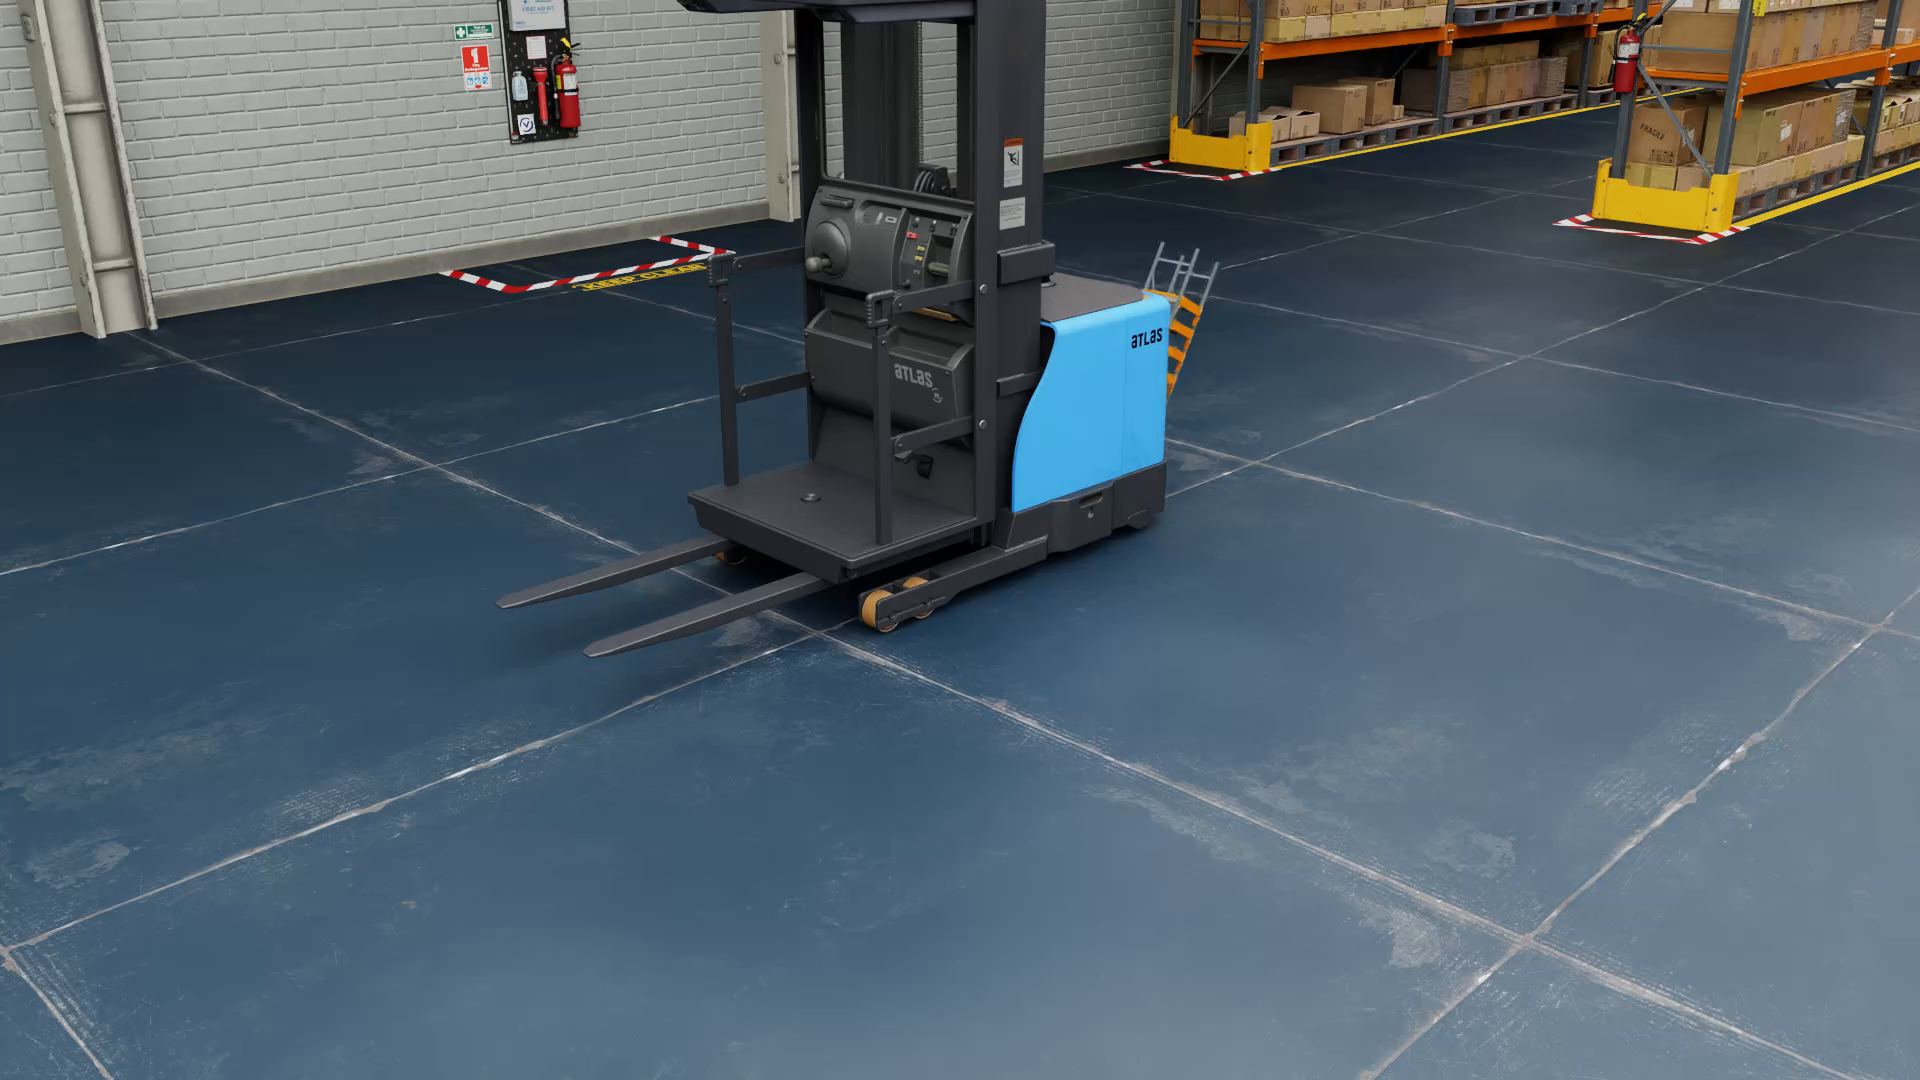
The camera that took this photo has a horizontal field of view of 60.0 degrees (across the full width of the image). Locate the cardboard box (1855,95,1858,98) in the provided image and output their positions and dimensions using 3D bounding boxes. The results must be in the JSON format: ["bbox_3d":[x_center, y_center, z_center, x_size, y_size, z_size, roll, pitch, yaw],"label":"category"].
[{"bbox_3d":[9.573,-4.793,18.329,0.500,0.311,0.500,-19,28,-41],"label":"cardboard box"}]

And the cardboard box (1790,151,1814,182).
[{"bbox_3d":[7.928,-3.659,16.161,0.500,0.250,0.500,19,28,41],"label":"cardboard box"}]

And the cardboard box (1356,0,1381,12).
[{"bbox_3d":[4.412,-6.246,18.781,0.500,0.500,0.500,-19,28,-40],"label":"cardboard box"}]

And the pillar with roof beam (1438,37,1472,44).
[{"bbox_3d":[9.934,-9.180,18.915,9.100,9.000,0.400,19,28,41],"label":"pillar with roof beam"}]

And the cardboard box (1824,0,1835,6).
[{"bbox_3d":[8.032,-5.138,15.719,0.250,0.149,0.380,-19,28,-40],"label":"cardboard box"}]

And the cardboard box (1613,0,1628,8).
[{"bbox_3d":[9.200,-7.603,23.497,0.250,0.149,0.380,-19,28,-40],"label":"cardboard box"}]

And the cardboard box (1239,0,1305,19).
[{"bbox_3d":[3.344,-5.855,17.762,0.500,0.500,0.500,19,28,41],"label":"cardboard box"}]

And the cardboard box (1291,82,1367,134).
[{"bbox_3d":[4.288,-5.035,19.363,0.700,0.500,0.500,17,27,37],"label":"cardboard box"}]

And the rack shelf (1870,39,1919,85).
[{"bbox_3d":[10.533,-5.486,18.669,1.077,0.370,4.000,19,28,41],"label":"rack shelf"}]

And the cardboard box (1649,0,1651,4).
[{"bbox_3d":[9.834,-7.890,24.244,0.380,0.149,0.250,19,28,41],"label":"cardboard box"}]

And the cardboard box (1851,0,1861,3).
[{"bbox_3d":[8.564,-5.335,16.229,0.380,0.149,0.250,19,28,41],"label":"cardboard box"}]

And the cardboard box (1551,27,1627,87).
[{"bbox_3d":[8.983,-6.923,23.817,0.750,0.750,0.750,19,28,40],"label":"cardboard box"}]

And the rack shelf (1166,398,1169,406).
[{"bbox_3d":[0.869,-0.700,8.198,0.258,0.103,0.180,21,1,43],"label":"rack shelf"}]

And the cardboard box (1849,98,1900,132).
[{"bbox_3d":[9.605,-4.526,17.634,0.500,0.311,0.500,19,28,41],"label":"cardboard box"}]

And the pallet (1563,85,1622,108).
[{"bbox_3d":[8.980,-6.457,24.079,1.003,0.211,1.213,19,28,41],"label":"pallet"}]

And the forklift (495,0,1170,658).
[{"bbox_3d":[-0.453,-1.211,6.639,3.031,2.935,1.130,-19,28,-41],"label":"forklift"}]

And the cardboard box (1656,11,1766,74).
[{"bbox_3d":[6.682,-4.443,14.813,0.700,0.500,0.500,19,28,41],"label":"cardboard box"}]

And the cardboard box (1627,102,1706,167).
[{"bbox_3d":[6.508,-3.754,15.363,0.500,0.500,0.500,19,28,41],"label":"cardboard box"}]

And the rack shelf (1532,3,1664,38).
[{"bbox_3d":[9.772,-7.753,24.567,1.077,0.370,4.000,19,28,41],"label":"rack shelf"}]

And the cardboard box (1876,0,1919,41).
[{"bbox_3d":[10.053,-5.683,18.039,0.500,0.500,0.500,-18,27,-38],"label":"cardboard box"}]

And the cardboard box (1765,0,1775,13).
[{"bbox_3d":[6.958,-4.744,14.693,0.380,0.149,0.250,18,28,39],"label":"cardboard box"}]

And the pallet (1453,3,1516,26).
[{"bbox_3d":[6.223,-6.617,20.876,1.003,0.211,1.213,19,28,41],"label":"pallet"}]

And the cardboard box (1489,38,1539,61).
[{"bbox_3d":[7.469,-6.634,22.479,0.500,0.250,0.500,-20,28,-41],"label":"cardboard box"}]

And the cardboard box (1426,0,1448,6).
[{"bbox_3d":[5.478,-6.637,19.796,0.500,0.500,0.500,19,28,41],"label":"cardboard box"}]

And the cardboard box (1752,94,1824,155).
[{"bbox_3d":[7.929,-4.009,16.026,0.500,0.500,0.500,19,28,41],"label":"cardboard box"}]

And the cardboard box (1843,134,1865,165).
[{"bbox_3d":[8.971,-4.046,17.168,0.500,0.250,0.500,19,28,41],"label":"cardboard box"}]

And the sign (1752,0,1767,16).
[{"bbox_3d":[6.741,-4.580,13.992,0.100,0.325,0.005,19,28,41],"label":"sign"}]

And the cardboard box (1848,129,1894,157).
[{"bbox_3d":[9.597,-4.262,17.728,0.500,0.250,0.500,18,28,39],"label":"cardboard box"}]

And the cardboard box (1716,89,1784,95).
[{"bbox_3d":[7.893,-4.272,16.710,0.500,0.500,0.500,19,28,41],"label":"cardboard box"}]

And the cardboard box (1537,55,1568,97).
[{"bbox_3d":[7.912,-6.415,22.954,0.500,0.500,0.700,-20,29,-41],"label":"cardboard box"}]

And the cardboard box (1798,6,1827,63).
[{"bbox_3d":[7.760,-4.841,15.850,0.500,0.500,0.700,-19,28,-40],"label":"cardboard box"}]

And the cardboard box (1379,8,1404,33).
[{"bbox_3d":[4.779,-6.029,19.260,0.500,0.250,0.500,19,28,40],"label":"cardboard box"}]

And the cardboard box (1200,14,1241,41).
[{"bbox_3d":[2.983,-5.626,18.212,0.500,0.250,0.500,-20,28,-41],"label":"cardboard box"}]

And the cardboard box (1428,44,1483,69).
[{"bbox_3d":[6.392,-6.242,21.460,0.500,0.250,0.500,19,28,40],"label":"cardboard box"}]

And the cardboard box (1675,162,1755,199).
[{"bbox_3d":[6.881,-3.274,15.159,0.500,0.250,0.500,19,28,41],"label":"cardboard box"}]

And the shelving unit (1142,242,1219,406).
[{"bbox_3d":[0.926,-0.854,8.196,0.258,1.200,0.189,21,1,43],"label":"shelving unit"}]

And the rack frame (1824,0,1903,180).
[{"bbox_3d":[9.138,-5.307,17.202,1.000,3.000,0.127,19,28,41],"label":"rack frame"}]

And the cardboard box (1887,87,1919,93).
[{"bbox_3d":[10.676,-4.921,18.663,0.500,0.311,0.500,-19,28,-41],"label":"cardboard box"}]

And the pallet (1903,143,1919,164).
[{"bbox_3d":[10.475,-4.520,19.040,1.003,0.211,1.213,19,28,41],"label":"pallet"}]

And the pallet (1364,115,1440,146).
[{"bbox_3d":[5.143,-5.063,20.453,1.003,0.211,1.213,19,28,41],"label":"pallet"}]

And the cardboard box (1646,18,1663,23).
[{"bbox_3d":[10.807,-7.596,25.566,0.750,0.750,0.750,20,28,41],"label":"cardboard box"}]

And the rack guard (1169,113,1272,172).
[{"bbox_3d":[2.849,-4.371,18.249,1.175,0.500,0.348,19,28,41],"label":"rack guard"}]

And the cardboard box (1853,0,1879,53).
[{"bbox_3d":[8.833,-5.238,16.883,0.700,0.500,0.500,18,28,39],"label":"cardboard box"}]

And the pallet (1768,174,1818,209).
[{"bbox_3d":[7.702,-3.497,16.378,1.003,0.211,1.213,19,28,41],"label":"pallet"}]

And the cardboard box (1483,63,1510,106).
[{"bbox_3d":[6.797,-6.045,21.991,0.700,0.500,0.500,20,28,41],"label":"cardboard box"}]

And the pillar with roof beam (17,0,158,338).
[{"bbox_3d":[-2.623,-4.553,6.877,9.100,9.000,0.400,19,28,41],"label":"pillar with roof beam"}]

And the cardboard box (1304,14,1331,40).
[{"bbox_3d":[3.716,-5.640,18.250,0.500,0.250,0.500,18,28,39],"label":"cardboard box"}]

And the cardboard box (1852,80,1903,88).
[{"bbox_3d":[10.635,-5.181,19.339,0.500,0.311,0.500,18,28,39],"label":"cardboard box"}]

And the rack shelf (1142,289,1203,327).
[{"bbox_3d":[1.036,-1.150,8.194,0.258,0.103,0.180,21,1,43],"label":"rack shelf"}]

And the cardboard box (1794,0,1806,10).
[{"bbox_3d":[7.494,-4.941,15.206,0.380,0.149,0.250,18,27,39],"label":"cardboard box"}]

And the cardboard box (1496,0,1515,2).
[{"bbox_3d":[6.797,-7.240,21.476,0.500,0.500,0.700,-16,26,-35],"label":"cardboard box"}]

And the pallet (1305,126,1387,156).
[{"bbox_3d":[4.292,-4.748,19.633,1.003,0.211,1.213,19,28,41],"label":"pallet"}]
